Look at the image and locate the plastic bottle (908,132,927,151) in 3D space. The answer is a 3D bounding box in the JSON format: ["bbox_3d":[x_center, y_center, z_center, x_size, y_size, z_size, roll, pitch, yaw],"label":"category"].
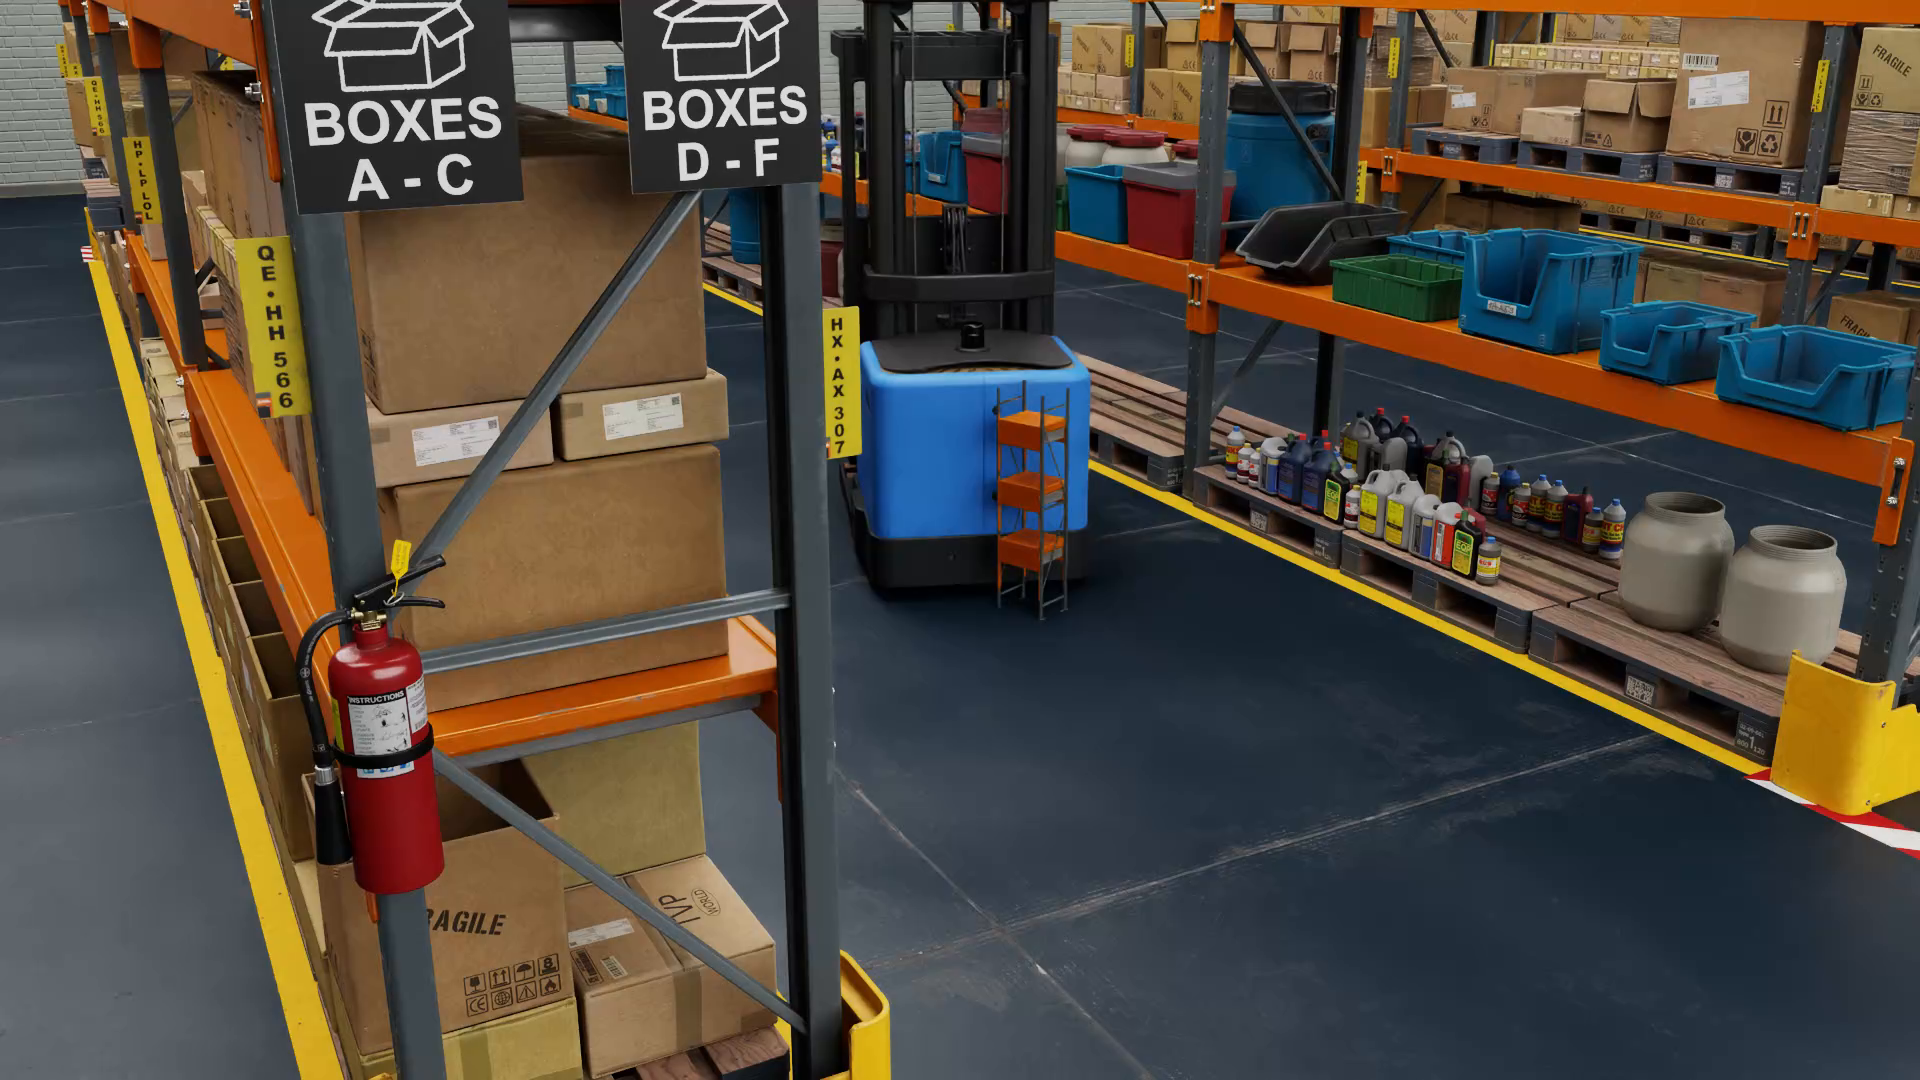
[{"bbox_3d":[-0.329,-3.114,13.247,0.152,0.276,0.135,-10,21,-27],"label":"plastic bottle"}]

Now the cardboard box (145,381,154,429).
[{"bbox_3d":[-4.559,-0.802,9.929,0.500,0.250,0.500,-10,21,-27],"label":"cardboard box"}]

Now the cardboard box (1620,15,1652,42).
[{"bbox_3d":[9.811,-7.365,23.692,0.500,0.500,0.500,-10,21,-26],"label":"cardboard box"}]

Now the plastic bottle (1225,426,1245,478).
[{"bbox_3d":[1.477,-0.476,8.921,0.097,0.271,0.097,0,19,0],"label":"plastic bottle"}]

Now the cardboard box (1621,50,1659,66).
[{"bbox_3d":[7.336,-5.174,17.857,0.380,0.149,0.250,-9,21,-24],"label":"cardboard box"}]

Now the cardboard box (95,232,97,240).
[{"bbox_3d":[-8.452,-3.083,16.663,0.380,0.149,0.250,-10,21,-27],"label":"cardboard box"}]

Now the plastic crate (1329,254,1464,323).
[{"bbox_3d":[2.108,-1.184,7.788,0.450,0.188,0.662,-10,21,-27],"label":"plastic crate"}]

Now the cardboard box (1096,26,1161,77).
[{"bbox_3d":[1.818,-5.296,18.004,0.500,0.500,0.500,-9,21,-25],"label":"cardboard box"}]

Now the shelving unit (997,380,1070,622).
[{"bbox_3d":[0.329,-0.176,7.526,0.252,1.050,0.215,15,24,38],"label":"shelving unit"}]

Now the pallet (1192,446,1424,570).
[{"bbox_3d":[1.994,-0.200,8.887,1.003,0.211,1.213,-10,21,-27],"label":"pallet"}]

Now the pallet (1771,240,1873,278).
[{"bbox_3d":[8.892,-2.816,16.468,1.003,0.211,1.213,-10,21,-27],"label":"pallet"}]

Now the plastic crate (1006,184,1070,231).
[{"bbox_3d":[0.636,-2.073,10.366,0.450,0.188,0.662,-10,21,-27],"label":"plastic crate"}]

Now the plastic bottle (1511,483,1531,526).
[{"bbox_3d":[2.767,-0.178,8.165,0.097,0.201,0.097,0,19,0],"label":"plastic bottle"}]

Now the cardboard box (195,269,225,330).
[{"bbox_3d":[-3.229,-1.111,7.460,0.396,0.266,0.258,-11,22,-28],"label":"cardboard box"}]

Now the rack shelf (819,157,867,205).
[{"bbox_3d":[-1.138,-3.100,14.118,1.077,0.370,4.000,-10,21,-27],"label":"rack shelf"}]

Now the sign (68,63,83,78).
[{"bbox_3d":[-6.922,-3.571,13.053,0.100,0.325,0.005,-10,21,-27],"label":"sign"}]

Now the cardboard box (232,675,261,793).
[{"bbox_3d":[-2.230,0.619,5.810,0.500,0.250,0.500,-10,21,-27],"label":"cardboard box"}]

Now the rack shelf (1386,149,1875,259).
[{"bbox_3d":[5.121,-2.718,13.014,1.077,0.370,4.000,-10,21,-27],"label":"rack shelf"}]

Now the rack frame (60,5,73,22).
[{"bbox_3d":[-8.348,-4.396,16.772,1.000,3.000,0.127,-10,21,-27],"label":"rack frame"}]

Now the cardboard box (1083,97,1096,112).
[{"bbox_3d":[1.594,-4.847,18.463,0.380,0.149,0.250,-10,22,-28],"label":"cardboard box"}]

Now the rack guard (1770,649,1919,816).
[{"bbox_3d":[3.533,0.598,6.131,1.175,0.500,0.348,-10,21,-27],"label":"rack guard"}]

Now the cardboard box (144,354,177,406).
[{"bbox_3d":[-4.302,-0.918,9.404,0.500,0.311,0.500,-11,22,-28],"label":"cardboard box"}]

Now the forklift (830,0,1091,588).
[{"bbox_3d":[-0.089,-1.602,8.780,1.130,2.935,3.031,-3,19,-7],"label":"forklift"}]

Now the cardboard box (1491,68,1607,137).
[{"bbox_3d":[4.816,-3.585,13.625,0.700,0.500,0.500,-7,20,-19],"label":"cardboard box"}]

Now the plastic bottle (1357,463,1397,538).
[{"bbox_3d":[2.021,-0.201,8.001,0.144,0.351,0.185,-10,21,-27],"label":"plastic bottle"}]

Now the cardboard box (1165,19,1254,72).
[{"bbox_3d":[2.582,-5.120,17.180,0.797,0.503,0.637,-11,22,-28],"label":"cardboard box"}]

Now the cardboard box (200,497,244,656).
[{"bbox_3d":[-2.461,0.120,6.108,0.500,0.500,0.500,-10,21,-27],"label":"cardboard box"}]

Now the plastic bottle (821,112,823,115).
[{"bbox_3d":[-1.275,-3.724,14.901,0.144,0.351,0.185,-10,21,-27],"label":"plastic bottle"}]

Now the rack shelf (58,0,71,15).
[{"bbox_3d":[-7.398,-4.900,14.736,1.077,0.370,4.000,-10,21,-27],"label":"rack shelf"}]

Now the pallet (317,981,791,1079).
[{"bbox_3d":[-1.150,1.302,4.533,1.003,0.211,1.213,-10,21,-27],"label":"pallet"}]

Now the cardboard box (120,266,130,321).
[{"bbox_3d":[-6.170,-1.946,12.830,0.500,0.500,0.500,-10,21,-26],"label":"cardboard box"}]

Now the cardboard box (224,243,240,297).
[{"bbox_3d":[-2.206,-0.905,5.507,0.380,0.149,0.250,-11,22,-28],"label":"cardboard box"}]

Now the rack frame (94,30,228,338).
[{"bbox_3d":[-4.549,-2.099,10.117,1.000,3.000,0.127,-10,21,-27],"label":"rack frame"}]

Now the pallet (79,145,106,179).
[{"bbox_3d":[-6.165,-2.910,12.762,1.003,0.211,1.213,-10,21,-27],"label":"pallet"}]

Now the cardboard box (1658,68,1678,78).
[{"bbox_3d":[7.575,-4.887,17.481,0.380,0.149,0.250,-10,21,-27],"label":"cardboard box"}]

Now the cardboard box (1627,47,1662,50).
[{"bbox_3d":[7.665,-5.422,18.575,0.380,0.149,0.250,-11,22,-29],"label":"cardboard box"}]

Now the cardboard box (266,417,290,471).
[{"bbox_3d":[-1.942,-0.577,5.551,0.700,0.500,0.500,-10,21,-26],"label":"cardboard box"}]

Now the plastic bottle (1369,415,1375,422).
[{"bbox_3d":[2.230,-0.554,9.128,0.061,0.283,0.133,-9,21,-24],"label":"plastic bottle"}]

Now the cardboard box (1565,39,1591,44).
[{"bbox_3d":[9.333,-7.188,24.711,0.500,0.500,0.500,-10,22,-27],"label":"cardboard box"}]

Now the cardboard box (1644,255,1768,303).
[{"bbox_3d":[5.588,-1.830,12.494,0.700,0.500,0.500,-10,21,-27],"label":"cardboard box"}]

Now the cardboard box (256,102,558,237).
[{"bbox_3d":[-1.480,-0.909,4.525,0.700,0.500,0.500,-10,21,-26],"label":"cardboard box"}]

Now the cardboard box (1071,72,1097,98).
[{"bbox_3d":[1.583,-5.085,18.543,0.500,0.250,0.500,-9,21,-25],"label":"cardboard box"}]

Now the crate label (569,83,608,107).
[{"bbox_3d":[-4.159,-4.989,18.657,0.416,0.233,0.303,-10,21,-27],"label":"crate label"}]

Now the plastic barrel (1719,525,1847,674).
[{"bbox_3d":[3.231,0.232,6.532,0.421,0.512,0.421,0,19,0],"label":"plastic barrel"}]

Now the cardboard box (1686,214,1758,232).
[{"bbox_3d":[8.041,-3.537,17.472,0.500,0.500,0.500,-10,21,-27],"label":"cardboard box"}]

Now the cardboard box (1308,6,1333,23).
[{"bbox_3d":[5.010,-7.015,22.221,0.500,0.500,0.500,-9,21,-25],"label":"cardboard box"}]

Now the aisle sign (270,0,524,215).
[{"bbox_3d":[-0.977,-0.967,2.851,0.394,0.787,0.004,-10,21,-27],"label":"aisle sign"}]

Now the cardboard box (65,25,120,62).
[{"bbox_3d":[-7.881,-4.454,15.255,0.500,0.500,0.500,-10,21,-26],"label":"cardboard box"}]

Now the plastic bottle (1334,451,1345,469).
[{"bbox_3d":[1.905,-0.317,8.458,0.097,0.271,0.097,0,19,0],"label":"plastic bottle"}]

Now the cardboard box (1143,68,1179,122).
[{"bbox_3d":[2.270,-4.657,17.377,0.500,0.500,0.500,-10,21,-26],"label":"cardboard box"}]

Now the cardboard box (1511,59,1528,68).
[{"bbox_3d":[6.592,-5.482,19.205,0.380,0.149,0.250,-10,22,-28],"label":"cardboard box"}]

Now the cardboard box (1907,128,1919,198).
[{"bbox_3d":[6.436,-2.385,10.334,0.875,0.500,0.500,-10,21,-27],"label":"cardboard box"}]

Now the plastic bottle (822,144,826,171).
[{"bbox_3d":[-1.043,-3.008,13.054,0.097,0.201,0.097,0,19,0],"label":"plastic bottle"}]
